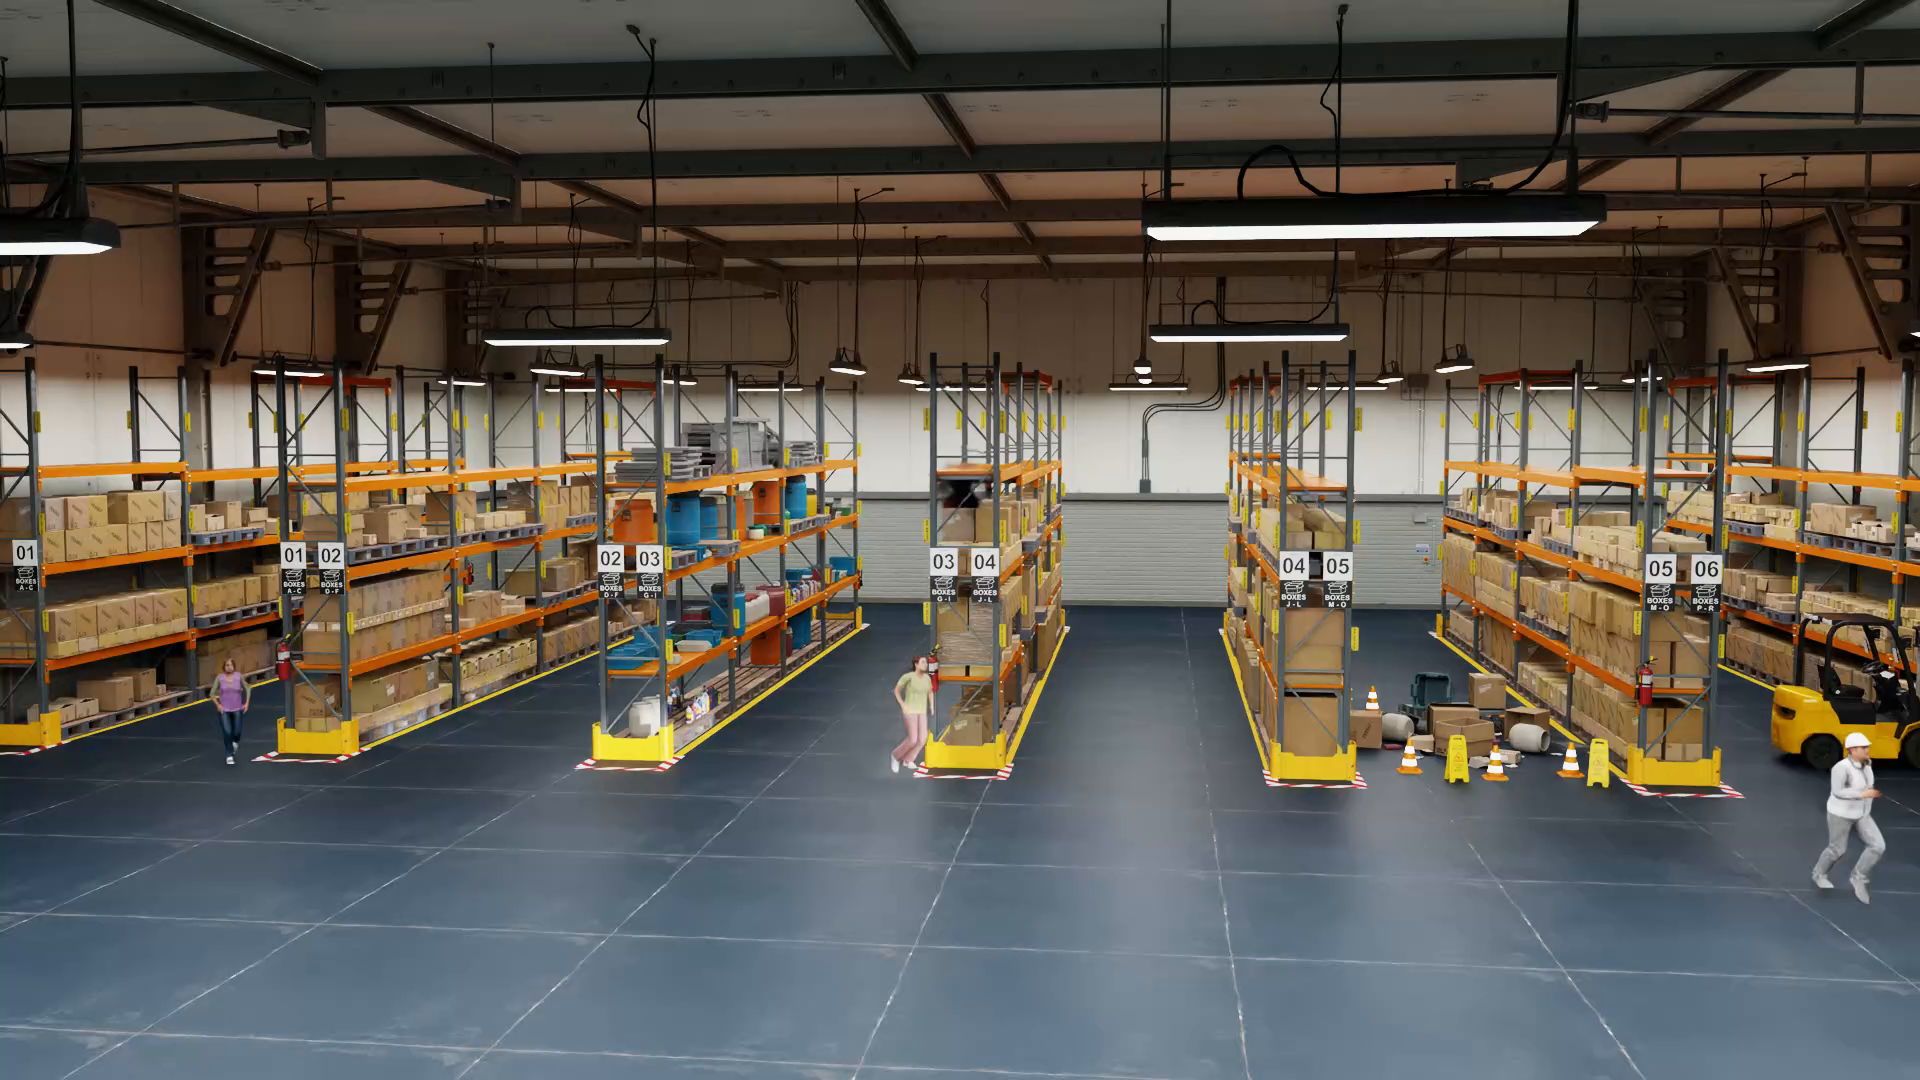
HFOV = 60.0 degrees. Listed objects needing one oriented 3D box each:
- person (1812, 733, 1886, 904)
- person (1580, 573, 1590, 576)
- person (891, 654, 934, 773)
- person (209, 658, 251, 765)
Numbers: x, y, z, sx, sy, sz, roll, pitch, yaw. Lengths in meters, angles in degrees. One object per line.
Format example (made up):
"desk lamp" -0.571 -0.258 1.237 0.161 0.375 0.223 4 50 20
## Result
"person" 9.333 2.889 17.447 0.680 1.787 0.825 -2 4 -24
"person" 13.591 1.556 36.081 0.687 1.789 1.054 0 4 -3
"person" -0.589 2.377 22.838 0.594 1.627 0.577 -3 5 -40
"person" -10.729 2.500 24.463 0.570 1.555 0.566 -2 5 -28
